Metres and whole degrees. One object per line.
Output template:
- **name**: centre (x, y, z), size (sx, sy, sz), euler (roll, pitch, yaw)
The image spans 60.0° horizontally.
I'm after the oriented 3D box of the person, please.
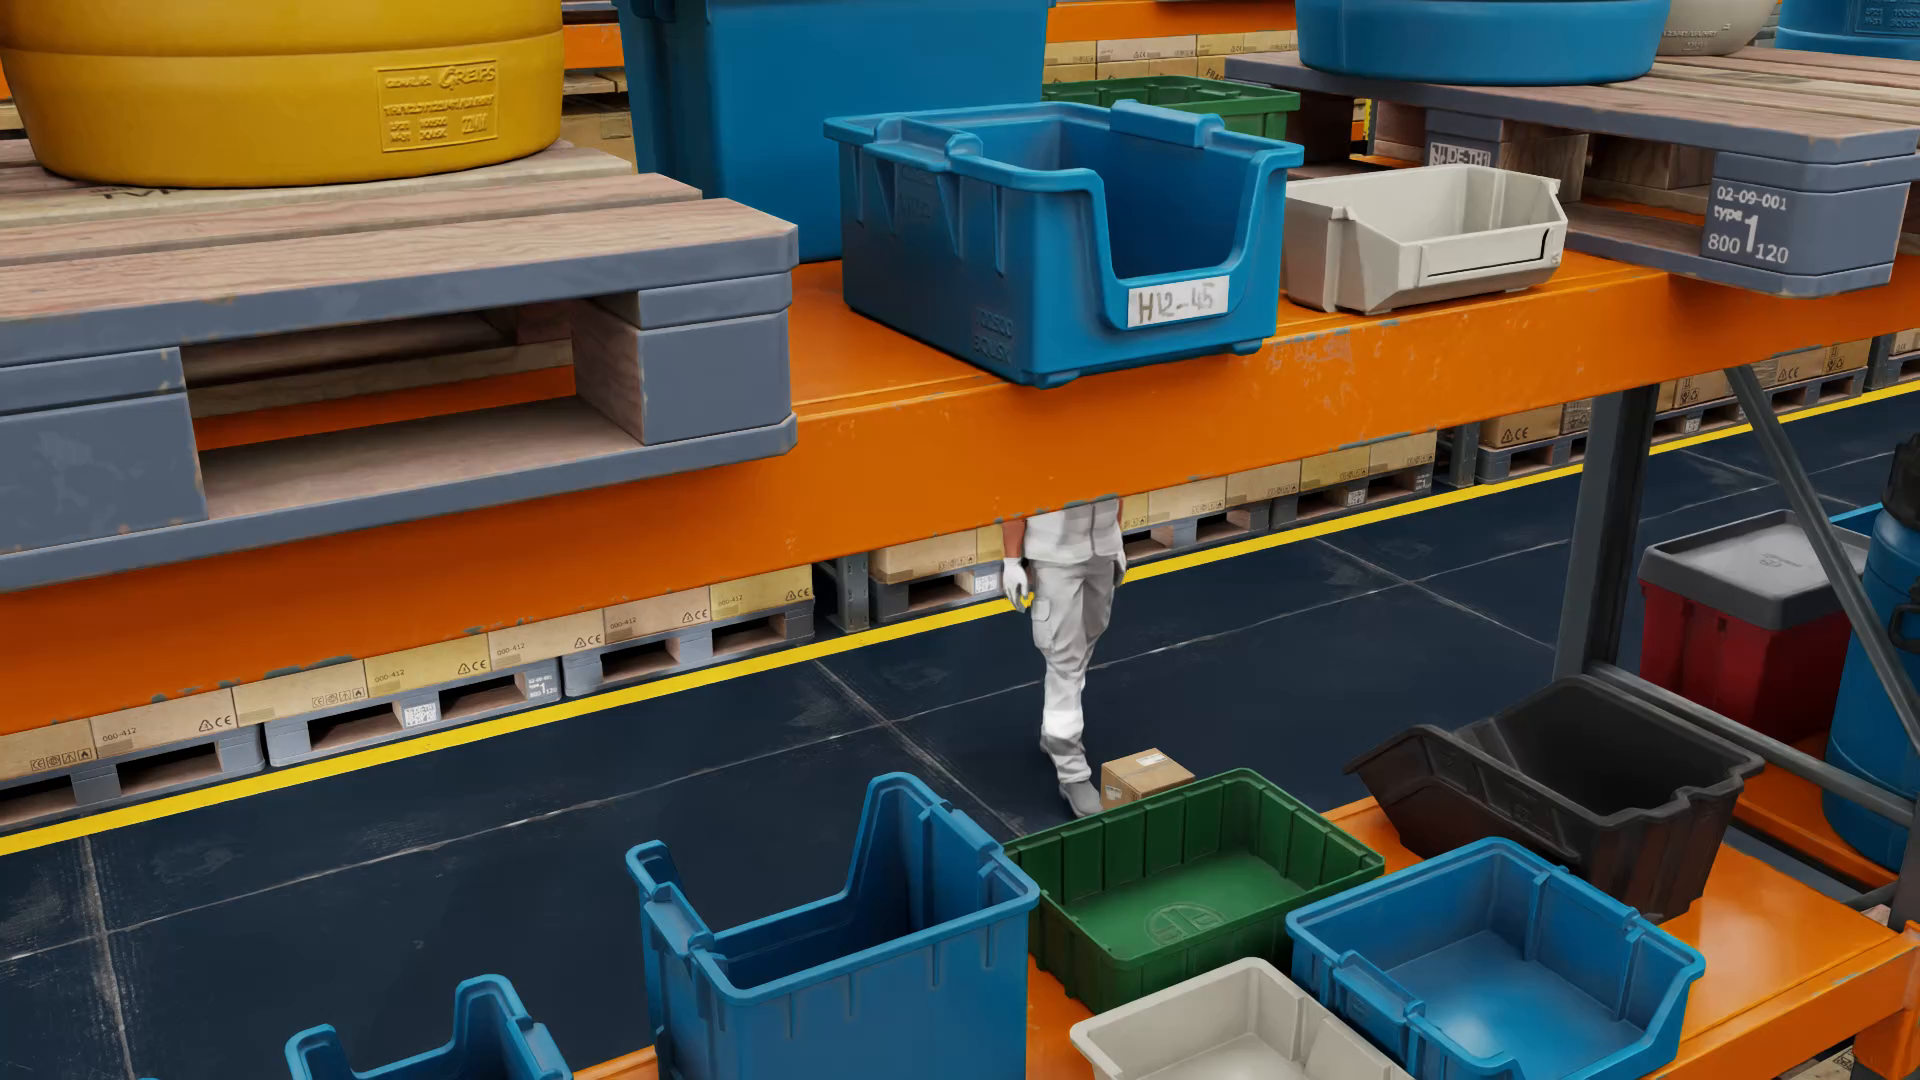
- **person**: centre (0.494, 0.113, 6.238), size (0.571, 1.781, 0.657), euler (-13, 25, -30)
